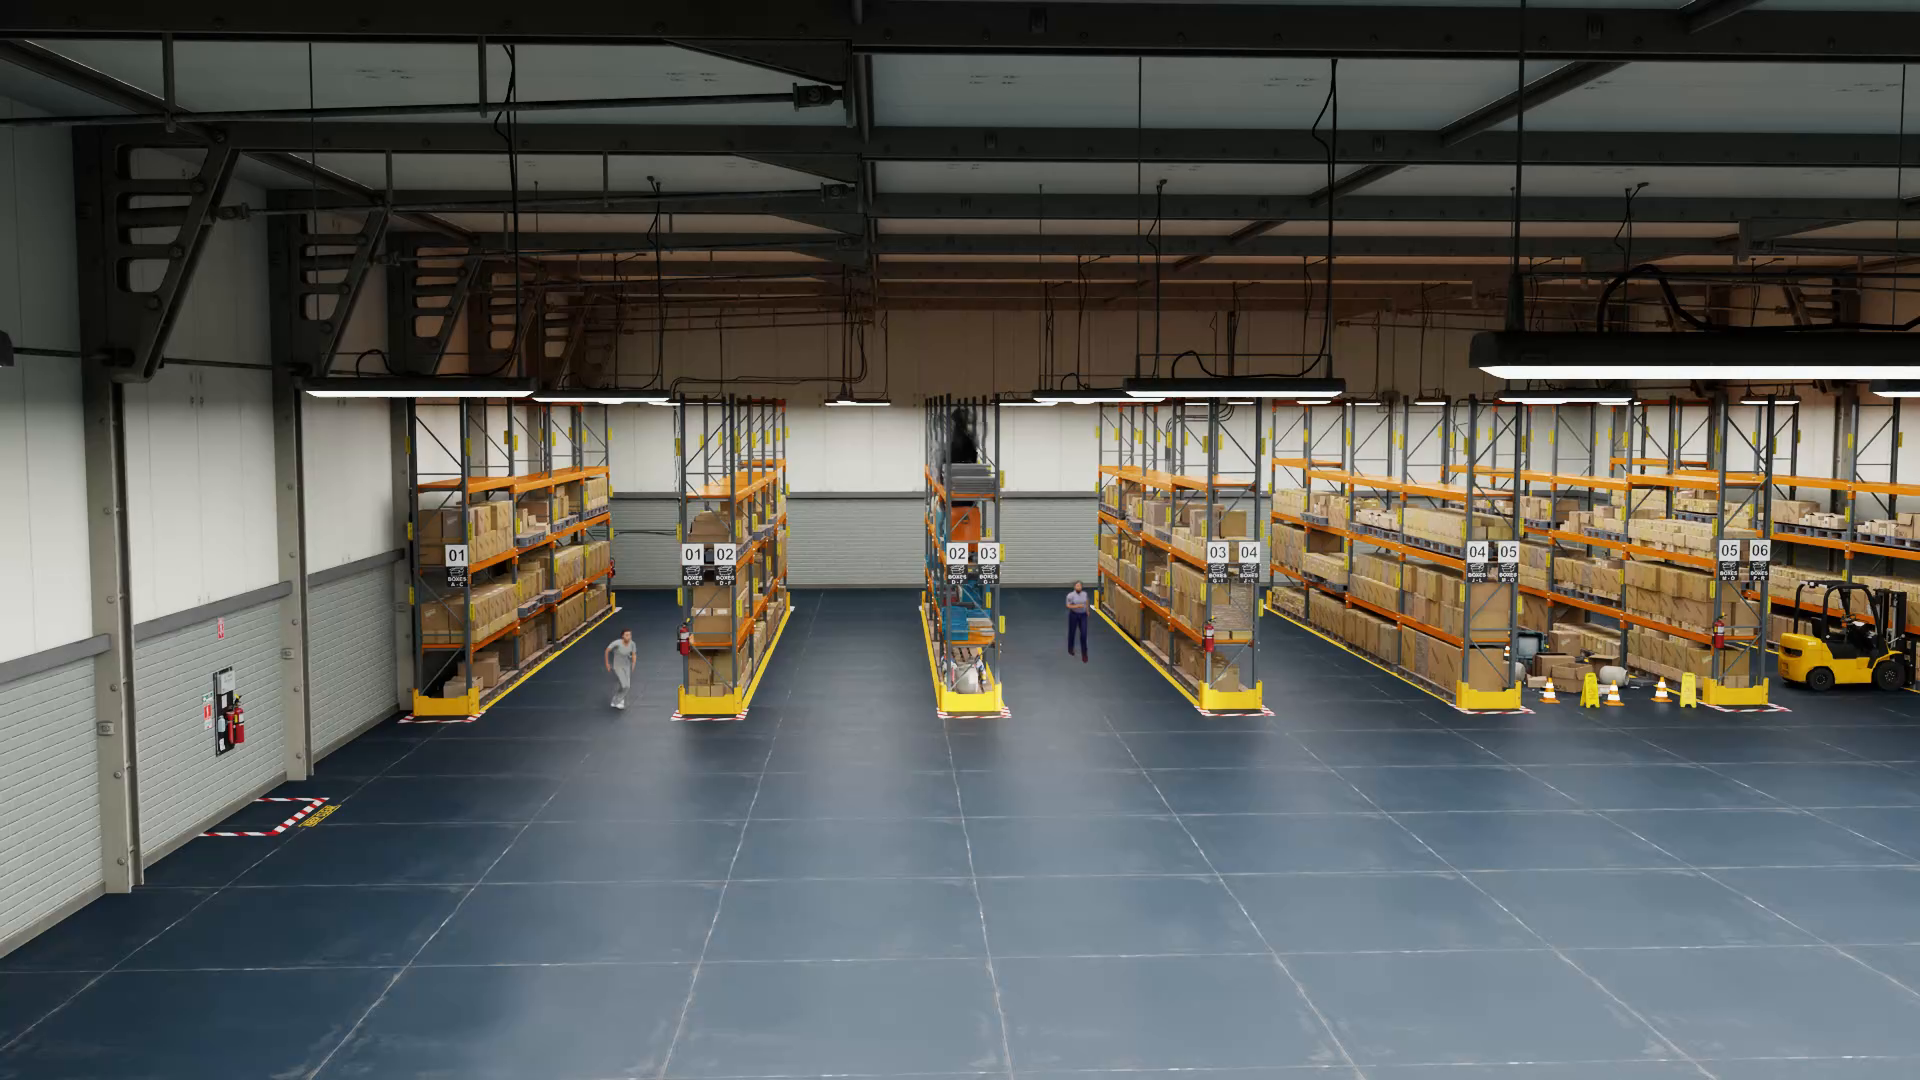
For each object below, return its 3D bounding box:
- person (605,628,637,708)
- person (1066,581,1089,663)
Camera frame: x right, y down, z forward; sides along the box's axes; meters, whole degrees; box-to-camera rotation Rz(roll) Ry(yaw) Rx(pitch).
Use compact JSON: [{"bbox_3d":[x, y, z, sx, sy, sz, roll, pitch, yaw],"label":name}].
[{"bbox_3d":[-6.431,2.437,31.621,0.581,1.556,0.622,-4,6,-38],"label":"person"},{"bbox_3d":[2.583,1.781,36.341,0.575,1.763,0.747,-1,5,-12],"label":"person"}]
